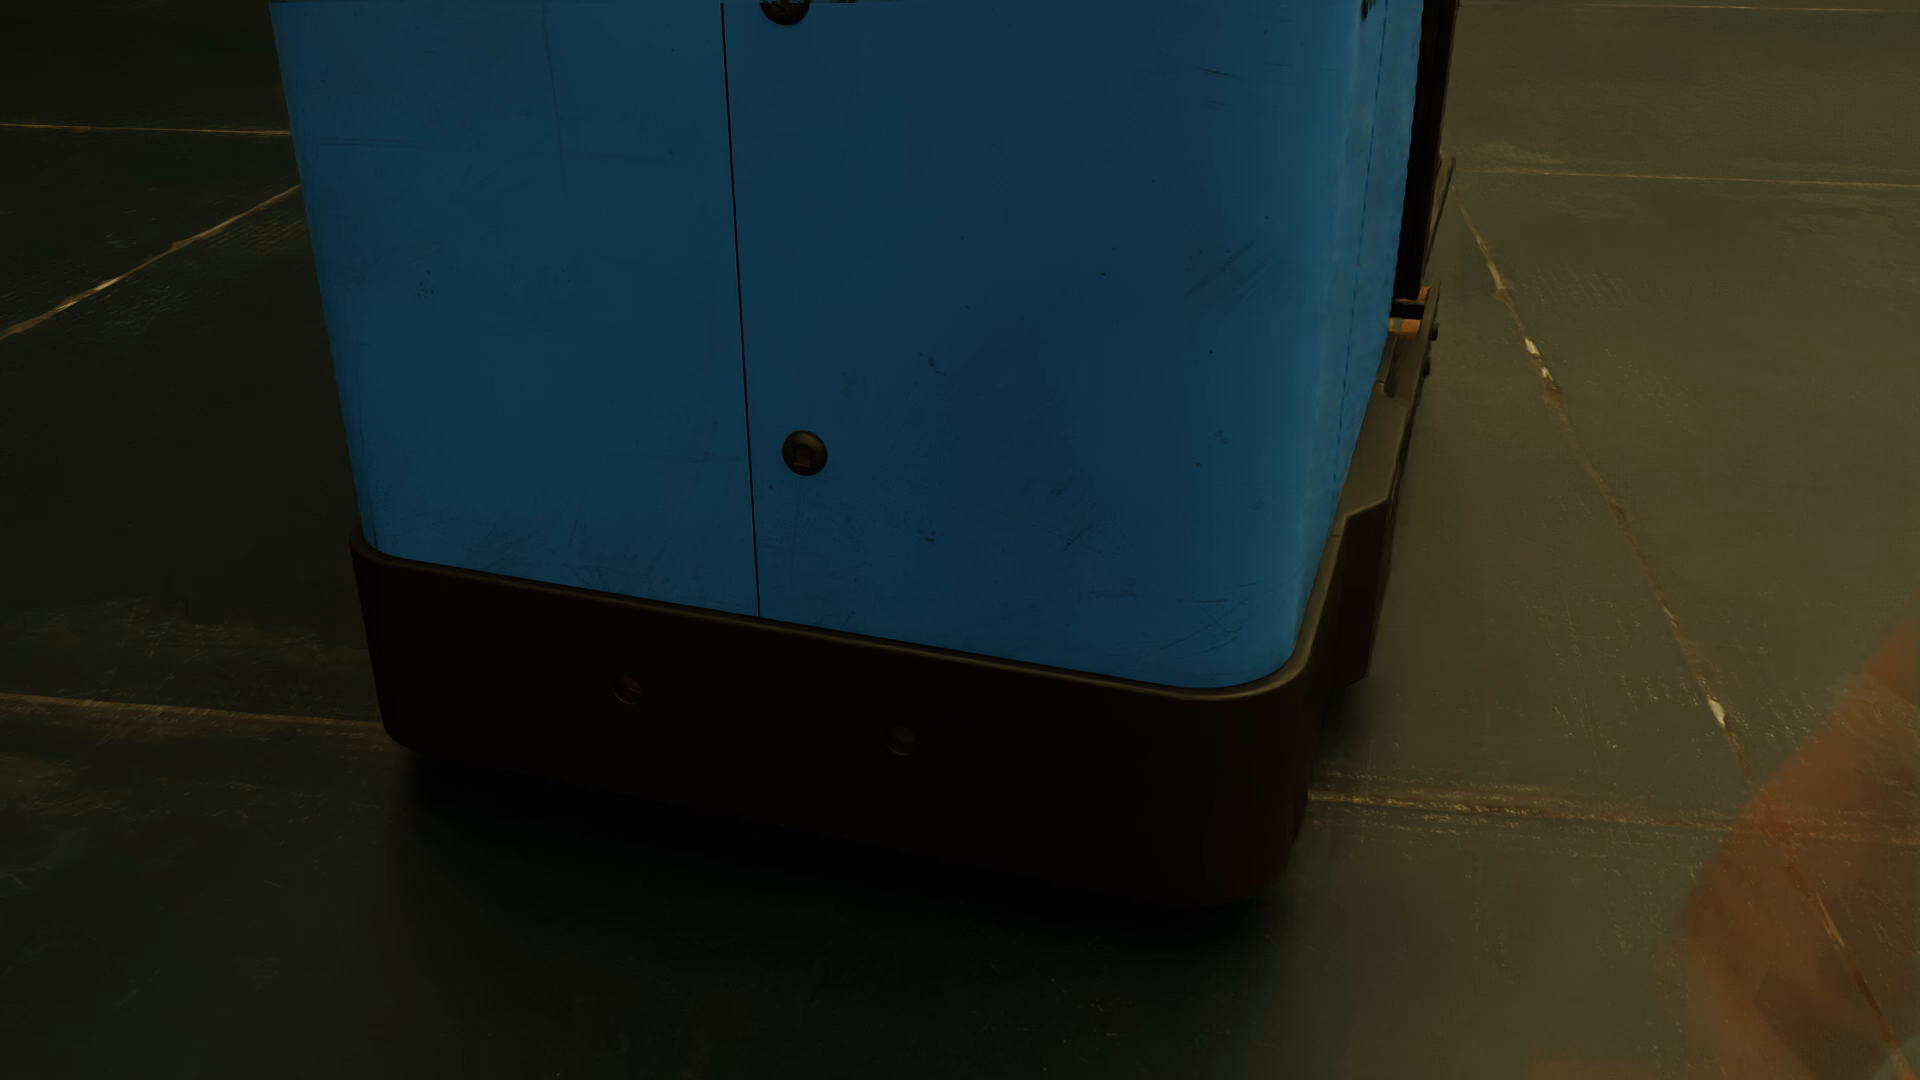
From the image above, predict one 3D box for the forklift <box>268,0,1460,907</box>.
[{"bbox_3d":[0.272,-1.591,2.407,1.130,2.935,3.031,8,28,16],"label":"forklift"}]
